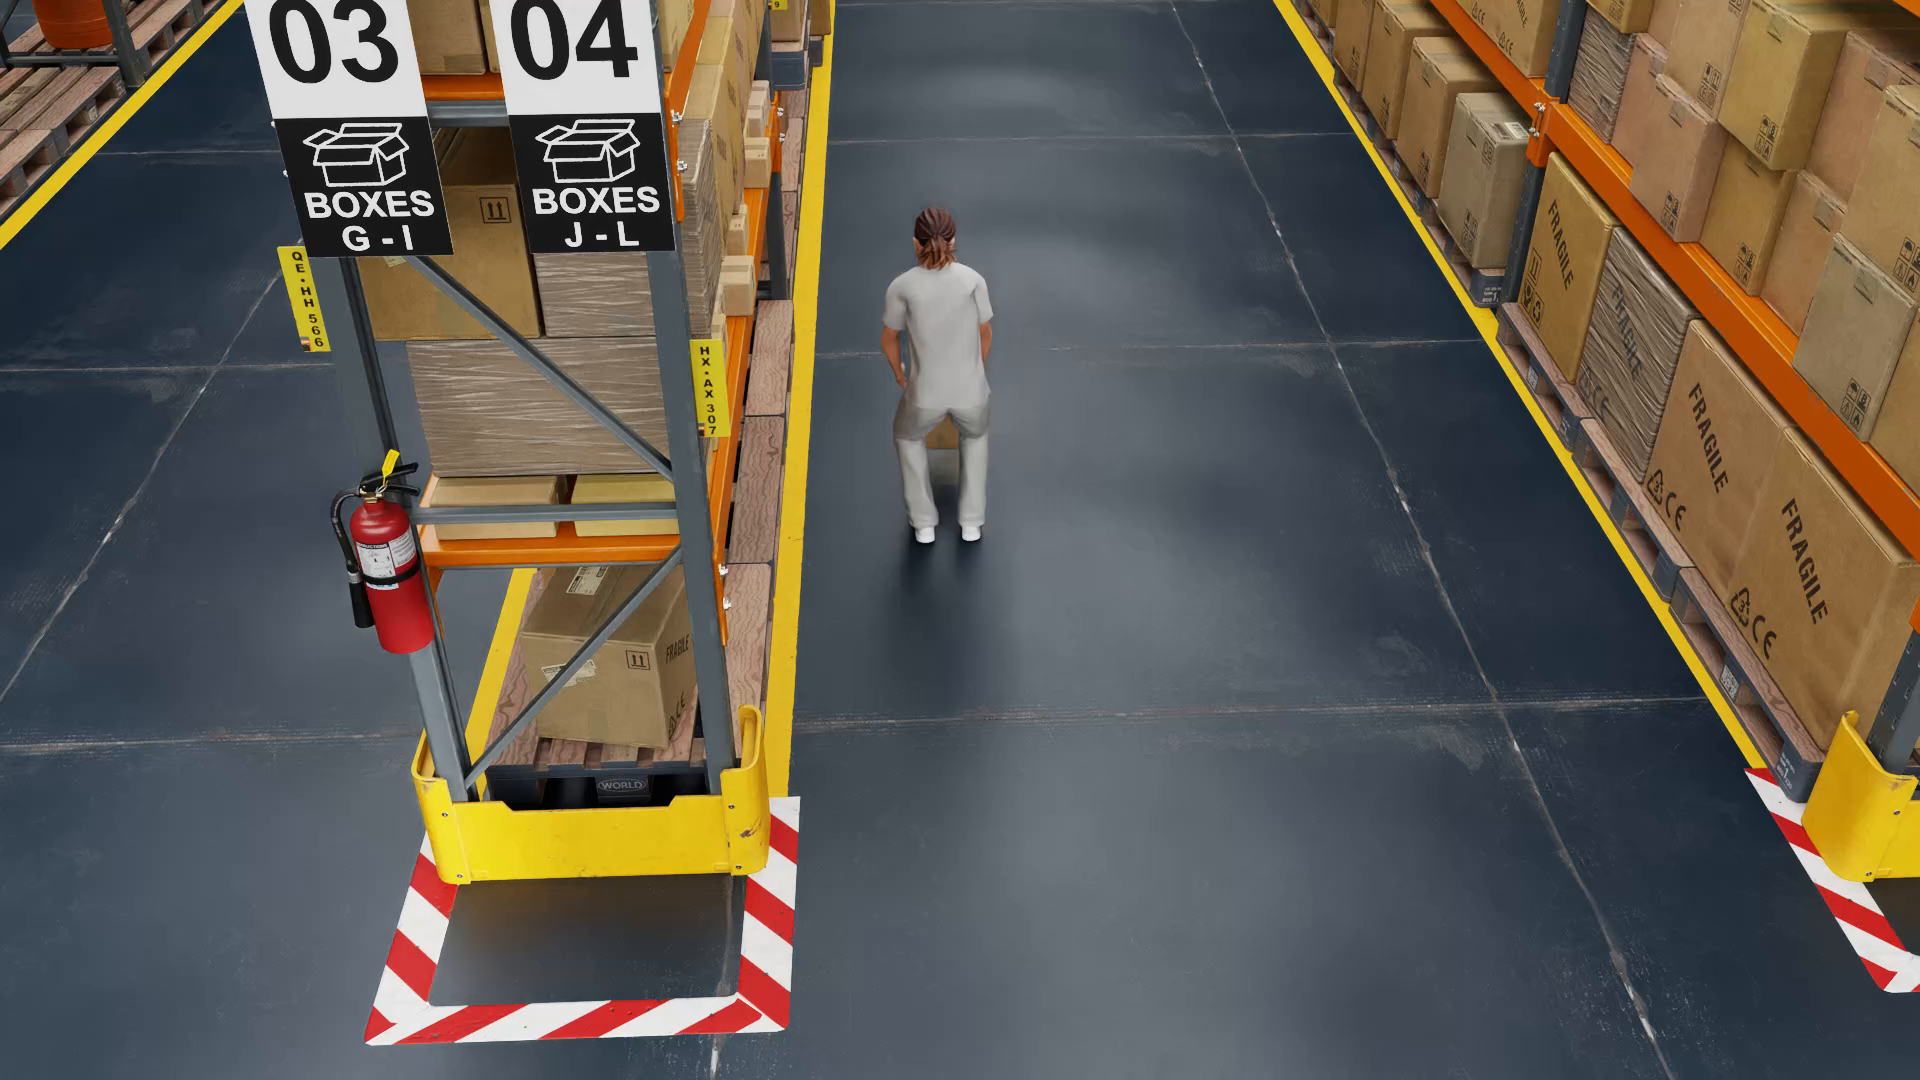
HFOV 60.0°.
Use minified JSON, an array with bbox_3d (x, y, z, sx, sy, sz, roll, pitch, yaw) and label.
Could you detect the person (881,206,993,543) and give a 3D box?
[{"bbox_3d":[-0.098,-0.690,7.284,0.486,1.493,0.554,-2,35,-3],"label":"person"}]
